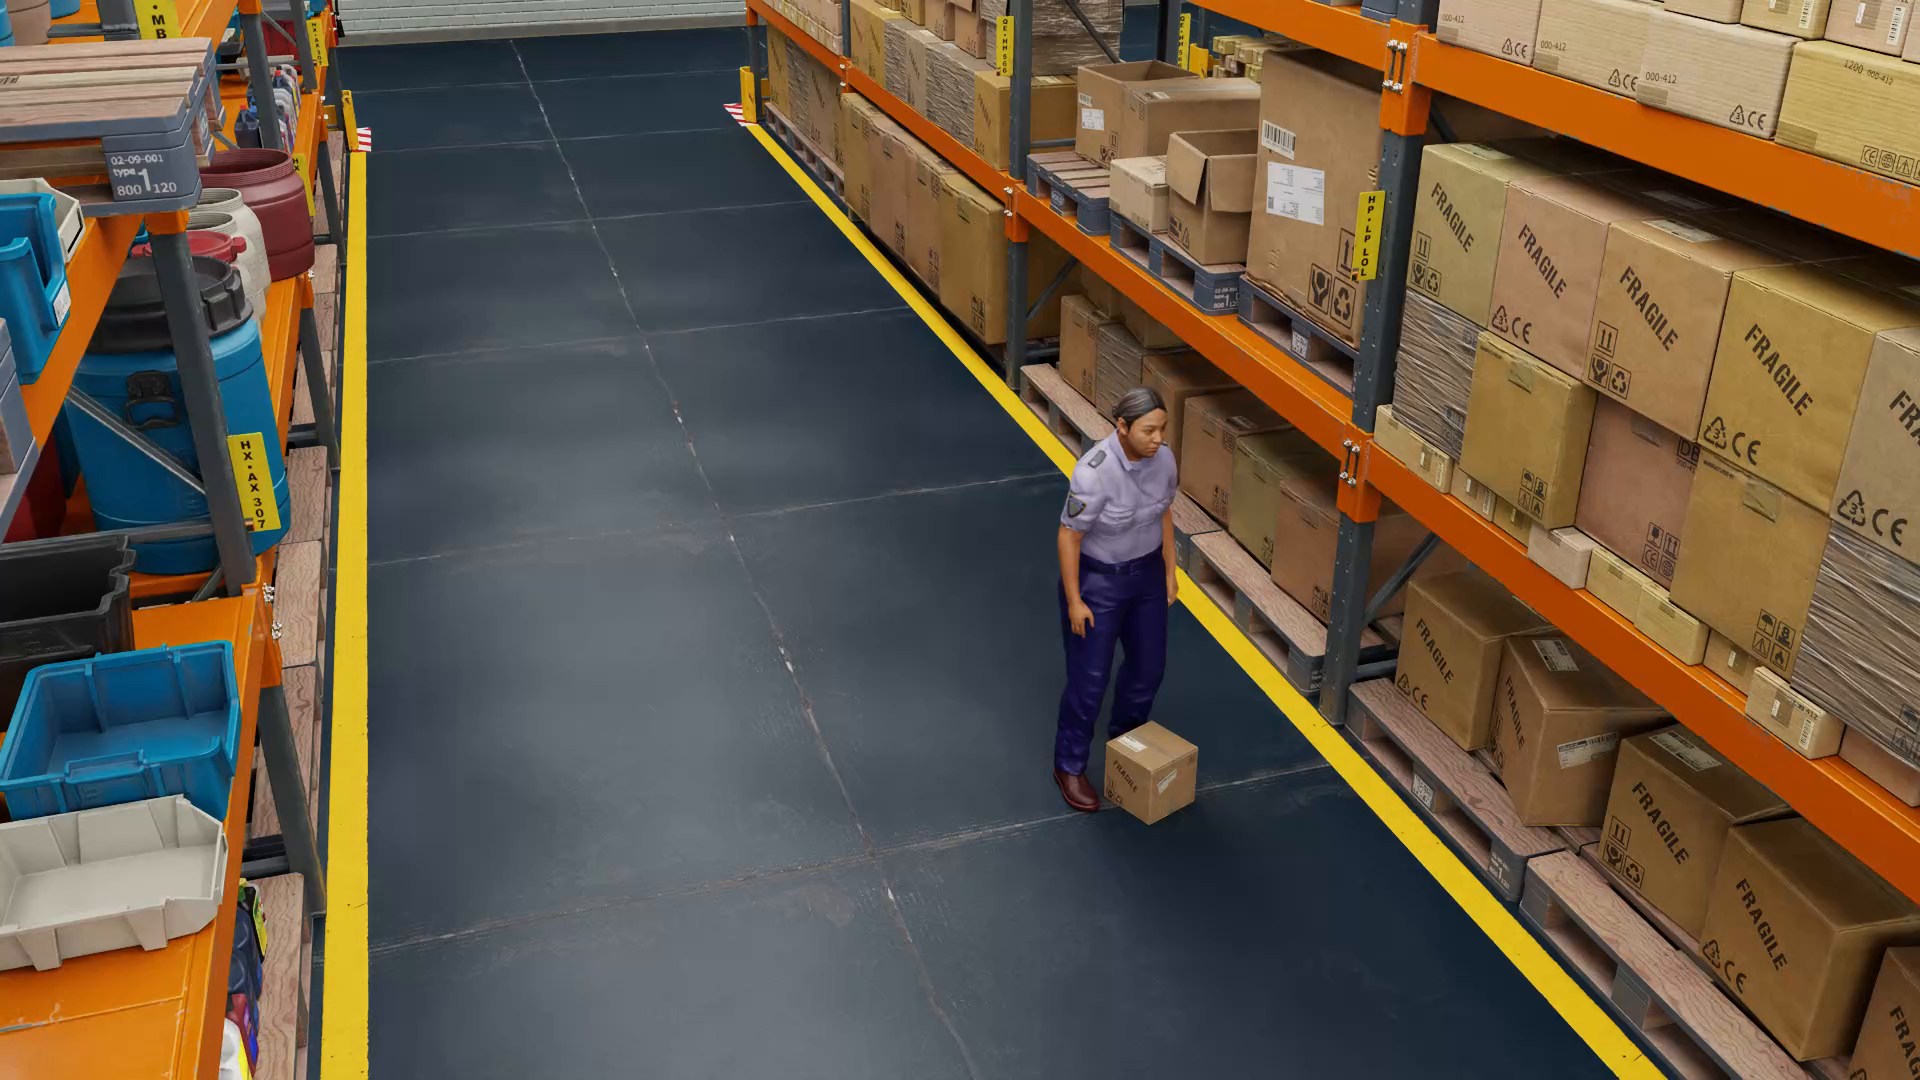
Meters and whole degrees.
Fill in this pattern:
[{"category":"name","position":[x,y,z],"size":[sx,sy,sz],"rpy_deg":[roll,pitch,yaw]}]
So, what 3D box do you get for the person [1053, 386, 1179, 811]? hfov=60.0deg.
[{"category":"person","position":[0.590,0.189,6.258],"size":[0.541,1.639,0.373],"rpy_deg":[-17,31,-30]}]
